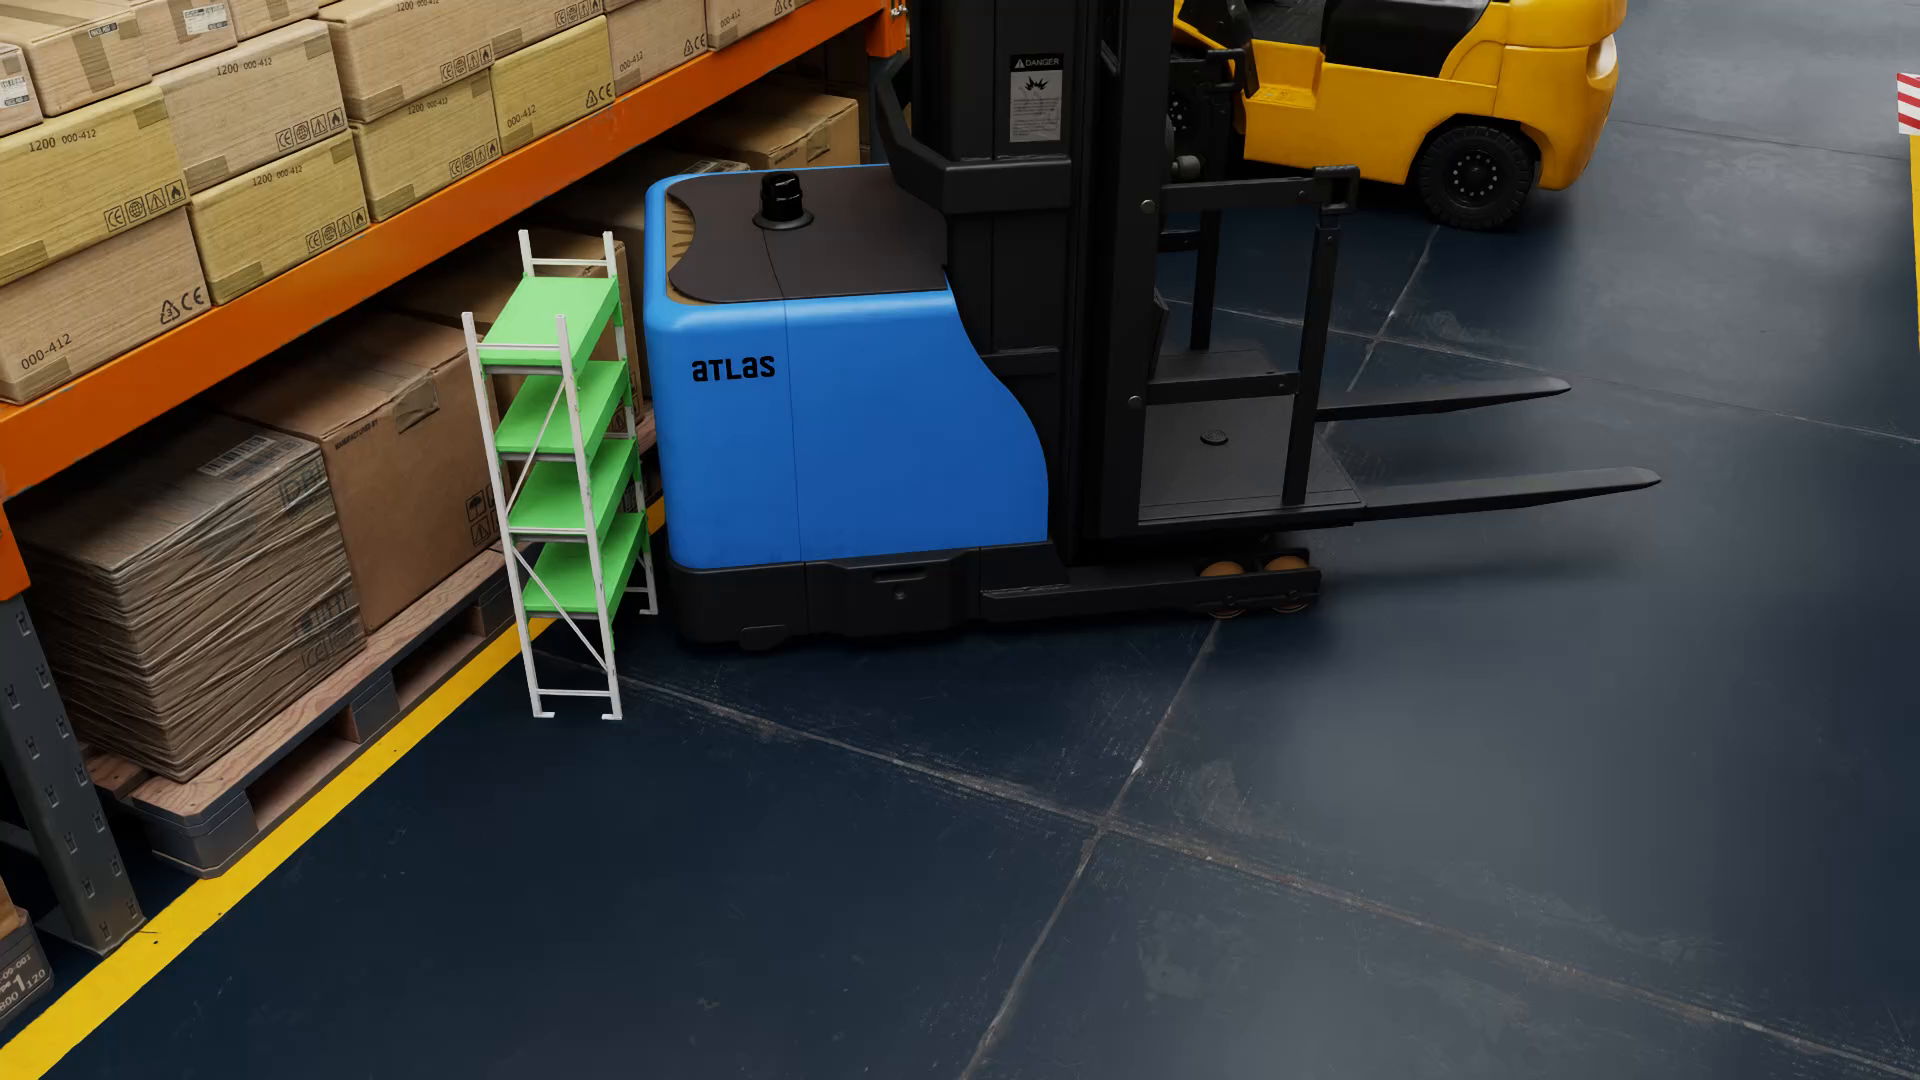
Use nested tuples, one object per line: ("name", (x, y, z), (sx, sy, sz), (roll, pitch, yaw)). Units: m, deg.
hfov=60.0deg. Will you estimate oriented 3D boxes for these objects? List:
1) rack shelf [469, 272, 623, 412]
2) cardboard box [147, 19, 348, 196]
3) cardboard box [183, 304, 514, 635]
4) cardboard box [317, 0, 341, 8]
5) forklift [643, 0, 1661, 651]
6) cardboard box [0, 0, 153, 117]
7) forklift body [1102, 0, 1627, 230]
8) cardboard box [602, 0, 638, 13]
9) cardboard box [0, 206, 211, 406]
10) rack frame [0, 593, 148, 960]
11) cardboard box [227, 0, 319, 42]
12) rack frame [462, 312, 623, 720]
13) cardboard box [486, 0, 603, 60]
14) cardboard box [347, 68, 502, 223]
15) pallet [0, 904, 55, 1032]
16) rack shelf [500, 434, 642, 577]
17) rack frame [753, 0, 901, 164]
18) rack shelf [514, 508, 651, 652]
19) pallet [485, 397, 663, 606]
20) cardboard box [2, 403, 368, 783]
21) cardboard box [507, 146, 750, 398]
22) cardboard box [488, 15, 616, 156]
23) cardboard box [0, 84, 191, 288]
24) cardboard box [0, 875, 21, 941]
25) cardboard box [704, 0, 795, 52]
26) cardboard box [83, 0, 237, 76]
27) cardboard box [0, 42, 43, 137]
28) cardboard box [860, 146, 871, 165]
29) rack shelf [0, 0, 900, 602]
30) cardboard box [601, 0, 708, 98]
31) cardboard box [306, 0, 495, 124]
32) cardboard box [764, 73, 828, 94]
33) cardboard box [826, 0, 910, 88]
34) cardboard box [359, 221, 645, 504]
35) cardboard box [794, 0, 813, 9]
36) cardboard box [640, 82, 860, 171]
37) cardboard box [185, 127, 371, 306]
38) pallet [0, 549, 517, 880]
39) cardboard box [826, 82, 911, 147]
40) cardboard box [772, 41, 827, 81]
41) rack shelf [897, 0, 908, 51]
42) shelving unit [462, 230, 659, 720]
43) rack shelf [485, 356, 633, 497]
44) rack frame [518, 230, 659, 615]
("rack shelf", (-1.025, -0.503, 4.164), (0.258, 0.148, 0.480), (2, 33, 2))
("cardboard box", (-1.759, -1.004, 3.726), (0.500, 0.250, 0.500), (15, 36, 22))
("cardboard box", (-1.838, -0.261, 4.695), (0.875, 0.625, 0.625), (15, 36, 22))
("cardboard box", (-1.606, -1.380, 3.936), (0.380, 0.149, 0.250), (15, 36, 21))
("forklift", (0.616, -1.277, 4.525), (3.031, 2.935, 1.130), (-5, 34, -7))
("cardboard box", (-1.866, -0.981, 3.328), (0.380, 0.149, 0.250), (15, 36, 22))
("forklift body", (1.833, -2.710, 7.421), (2.313, 2.155, 1.214), (14, 36, 20))
("cardboard box", (-1.105, -1.768, 4.891), (0.500, 0.250, 0.500), (15, 36, 21))
("cardboard box", (-1.970, -0.546, 3.483), (0.500, 0.250, 0.500), (14, 36, 21))
("rack frame", (-2.377, -0.443, 3.191), (1.000, 3.000, 0.127), (14, 36, 20))
("cardboard box", (-1.684, -1.248, 3.735), (0.380, 0.149, 0.250), (15, 36, 21))
("rack frame", (-1.037, -0.021, 4.188), (0.240, 1.200, 0.015), (2, 33, 2))
("cardboard box", (-1.333, -1.520, 4.514), (0.500, 0.250, 0.500), (15, 36, 21))
("cardboard box", (-1.546, -1.053, 4.257), (0.500, 0.250, 0.500), (13, 35, 19))
("pallet", (-2.724, 1.086, 3.401), (1.003, 0.211, 1.213), (14, 36, 20))
("rack shelf", (-1.025, -0.101, 4.427), (0.258, 0.148, 0.480), (2, 33, 2))
("rack frame", (-0.704, -2.436, 6.229), (1.000, 3.000, 0.127), (14, 36, 20))
("rack shelf", (-1.025, 0.099, 4.559), (0.258, 0.148, 0.480), (2, 33, 2))
("pallet", (-1.486, -0.284, 5.490), (1.003, 0.211, 1.213), (14, 36, 20))
("cardboard box", (-2.104, 0.067, 4.196), (0.875, 0.625, 0.625), (15, 36, 22))
("cardboard box", (-1.244, -0.971, 5.778), (0.875, 0.625, 0.625), (14, 36, 20))
("cardboard box", (-1.327, -1.311, 4.651), (0.500, 0.250, 0.500), (15, 36, 22))
("cardboard box", (-1.947, -0.749, 3.337), (0.500, 0.250, 0.500), (14, 36, 20))
("cardboard box", (-2.359, 0.686, 3.364), (0.500, 0.500, 0.500), (15, 36, 22))
("cardboard box", (-0.882, -1.810, 5.412), (0.500, 0.250, 0.500), (14, 36, 20))
("cardboard box", (-1.782, -1.115, 3.532), (0.380, 0.149, 0.250), (15, 36, 22))
("cardboard box", (-1.976, -0.848, 3.124), (0.380, 0.149, 0.250), (15, 36, 22))
("cardboard box", (-0.201, -1.626, 7.119), (0.500, 0.250, 0.500), (15, 36, 21))
("rack shelf", (-1.541, -1.139, 4.907), (1.077, 0.370, 4.000), (14, 36, 20))
("cardboard box", (-1.118, -1.570, 5.045), (0.500, 0.250, 0.500), (14, 36, 21))
("cardboard box", (-1.524, -1.260, 4.117), (0.500, 0.250, 0.500), (13, 36, 19))
("cardboard box", (-0.686, -1.960, 7.172), (0.500, 0.250, 0.500), (13, 36, 19))
("cardboard box", (-0.216, -2.048, 6.851), (0.500, 0.250, 0.500), (14, 36, 20))
("cardboard box", (-1.556, -0.596, 5.206), (0.875, 0.625, 0.625), (13, 35, 19))
("cardboard box", (-0.677, -2.062, 5.796), (0.500, 0.250, 0.500), (15, 36, 22))
("cardboard box", (-0.912, -1.356, 6.365), (0.875, 0.625, 0.625), (16, 36, 23))
("cardboard box", (-1.755, -0.795, 3.864), (0.500, 0.250, 0.500), (13, 36, 19))
("pallet", (-1.997, 0.322, 4.567), (1.003, 0.211, 1.213), (14, 36, 20))
("cardboard box", (-0.221, -1.840, 6.990), (0.500, 0.250, 0.500), (14, 36, 20))
("cardboard box", (-0.674, -2.169, 7.035), (0.500, 0.250, 0.500), (15, 36, 21))
("rack shelf", (0.133, -3.131, 7.945), (1.077, 0.370, 4.000), (14, 36, 20))
("shelving unit", (-1.025, -0.155, 4.392), (0.258, 1.200, 0.503), (2, 33, 2))
("rack shelf", (-1.025, -0.302, 4.295), (0.258, 0.148, 0.480), (2, 33, 2))
("rack frame", (-1.013, -0.289, 4.596), (0.240, 1.200, 0.015), (2, 33, 2))
